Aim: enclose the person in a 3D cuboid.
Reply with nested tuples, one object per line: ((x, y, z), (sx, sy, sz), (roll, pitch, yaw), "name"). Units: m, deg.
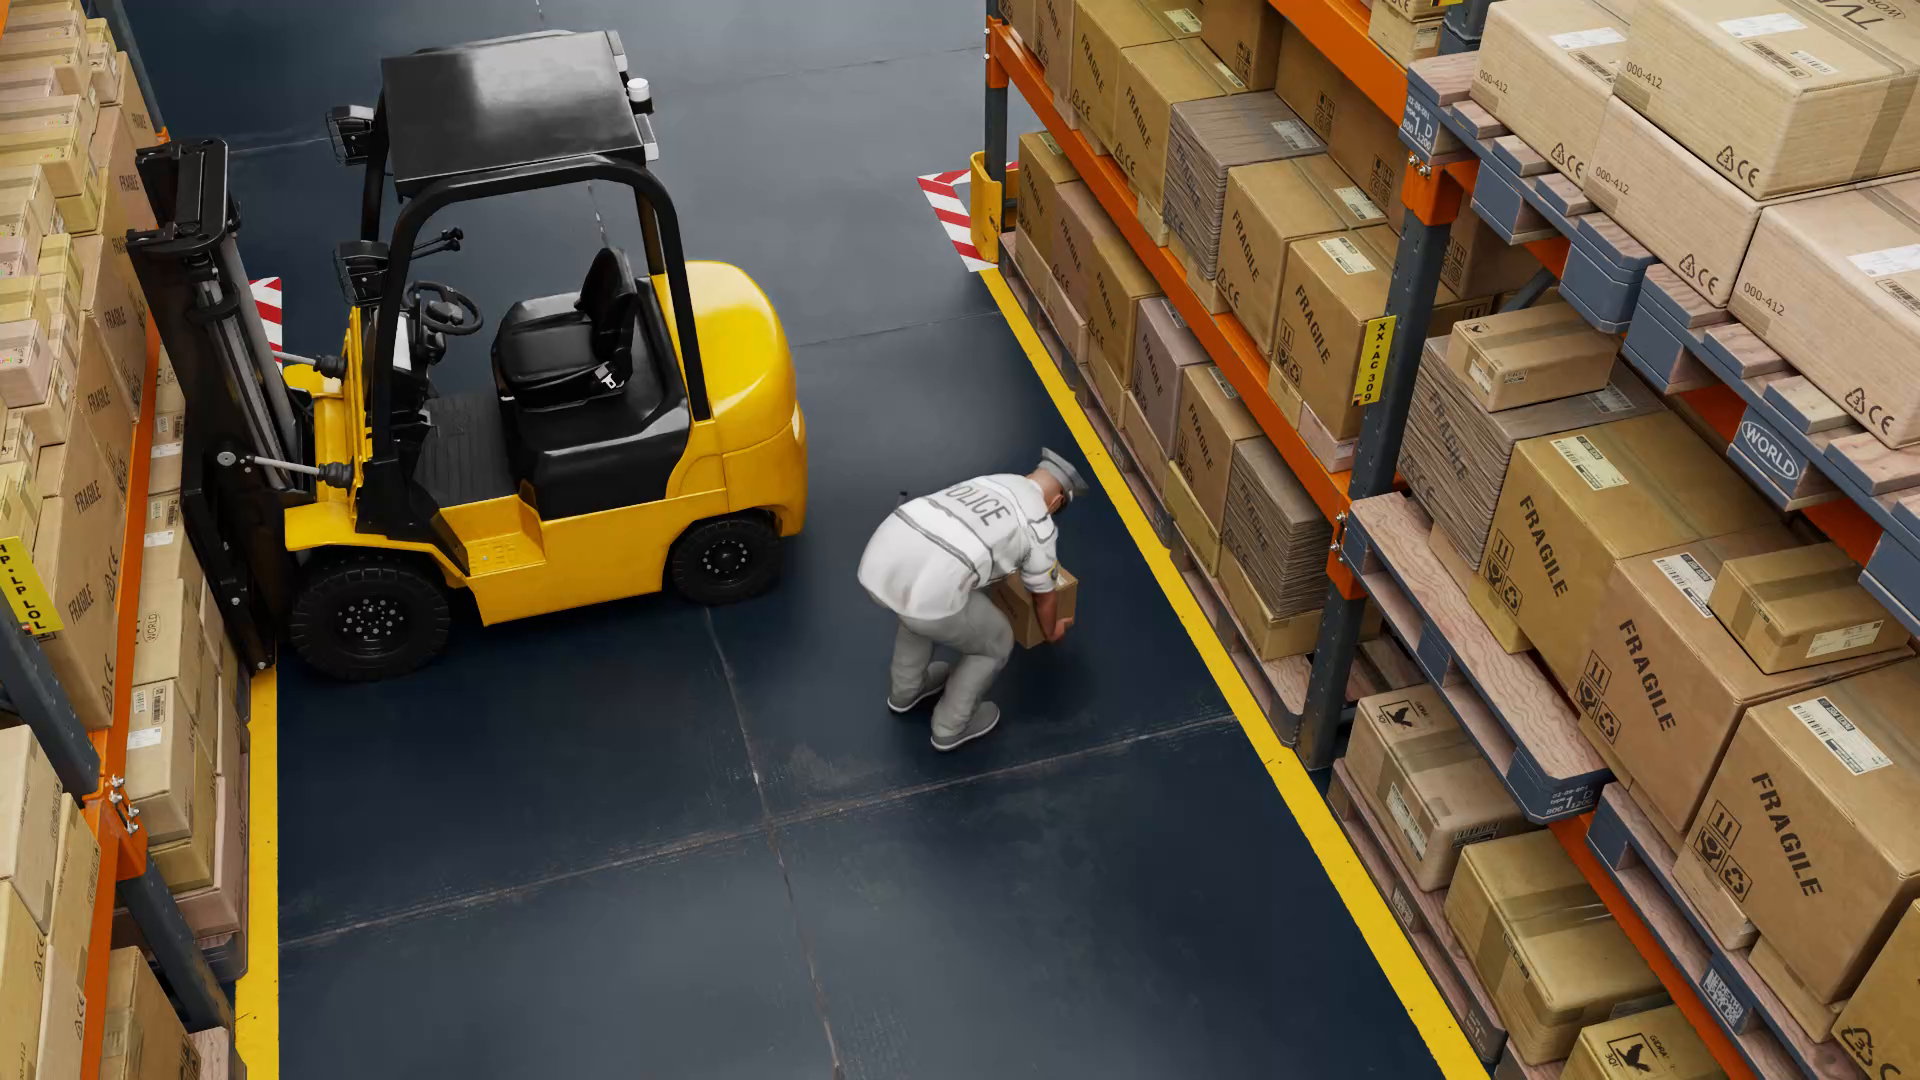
((0.084, 0.195, 6.450), (1.042, 1.069, 0.515), (-33, 51, -31), "person")
